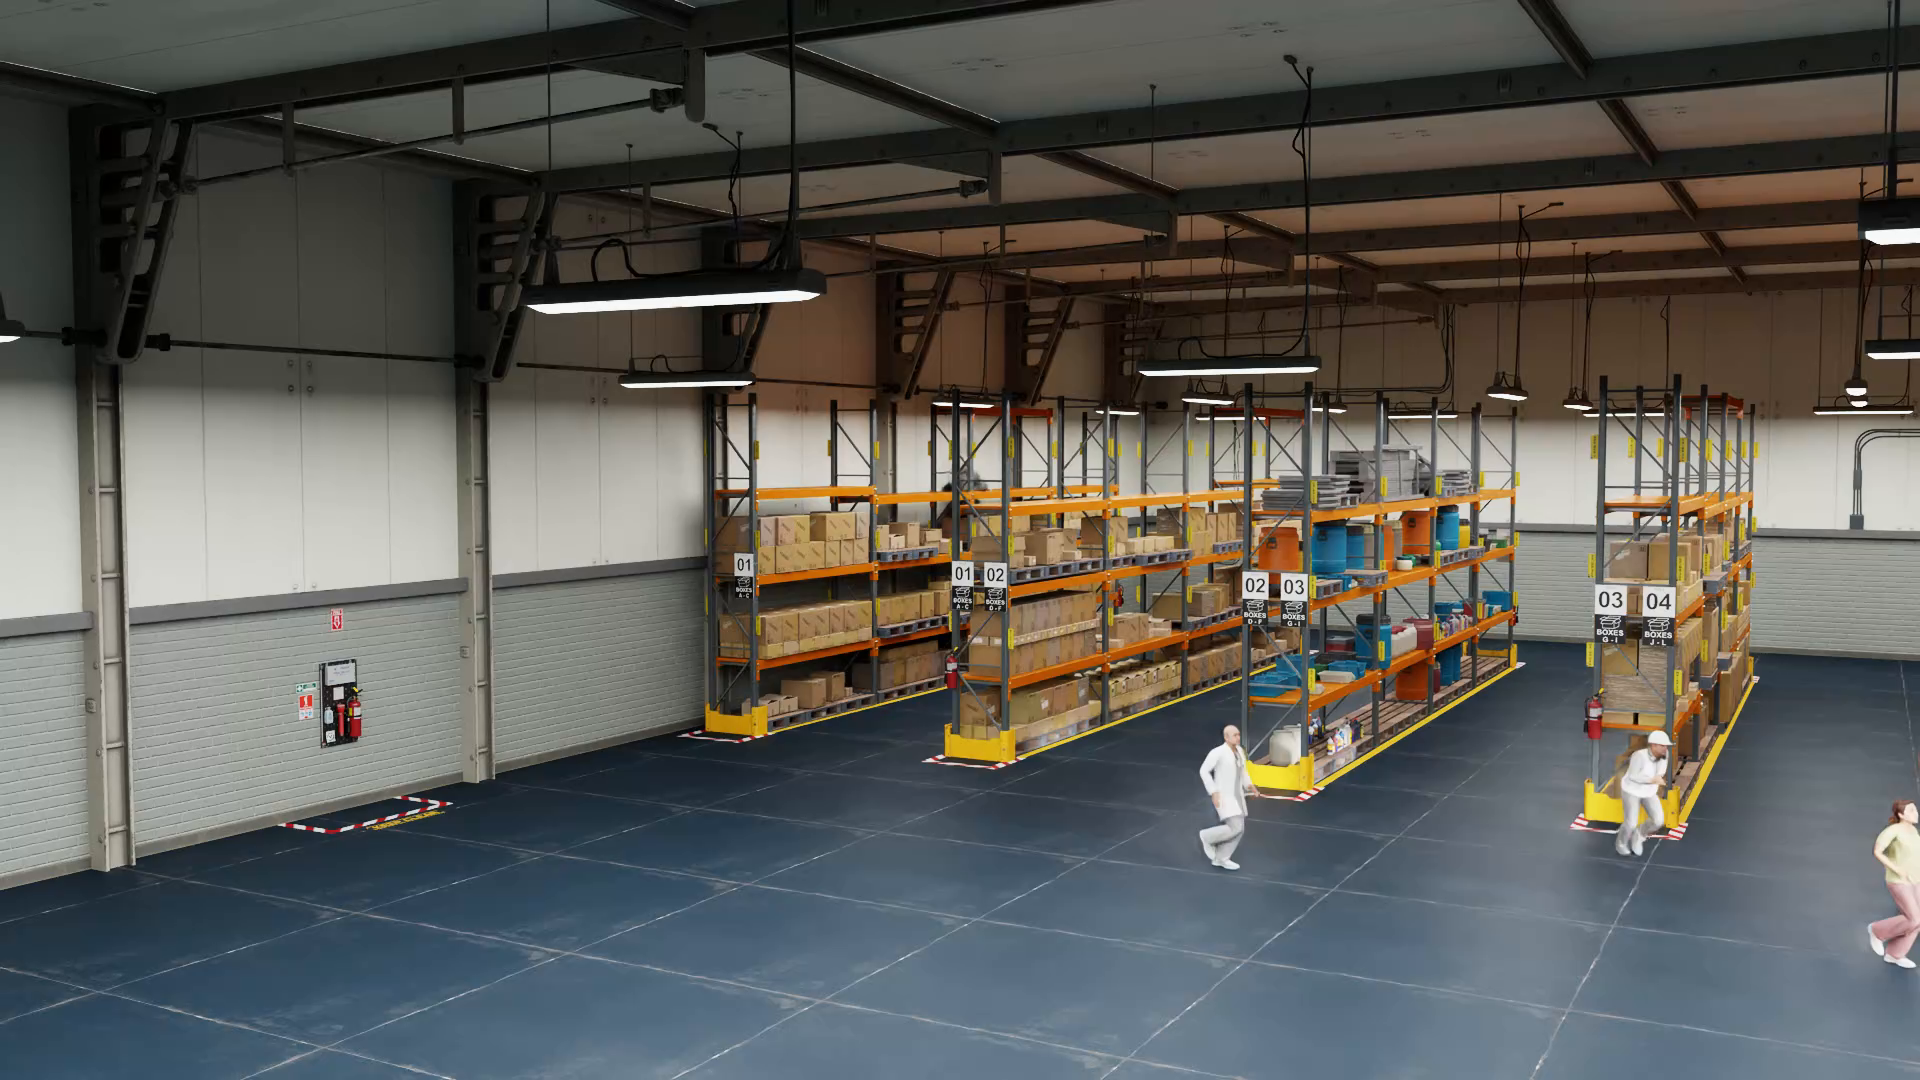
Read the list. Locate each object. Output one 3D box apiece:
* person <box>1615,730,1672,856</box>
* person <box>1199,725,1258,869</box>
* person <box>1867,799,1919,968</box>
[{"bbox_3d":[8.370,3.084,20.270,0.683,1.617,0.921,-1,3,-17],"label":"person"},{"bbox_3d":[3.210,3.069,19.839,0.696,1.726,0.671,-3,4,-42],"label":"person"},{"bbox_3d":[9.138,3.359,16.137,0.563,1.532,0.533,-2,4,-30],"label":"person"}]
